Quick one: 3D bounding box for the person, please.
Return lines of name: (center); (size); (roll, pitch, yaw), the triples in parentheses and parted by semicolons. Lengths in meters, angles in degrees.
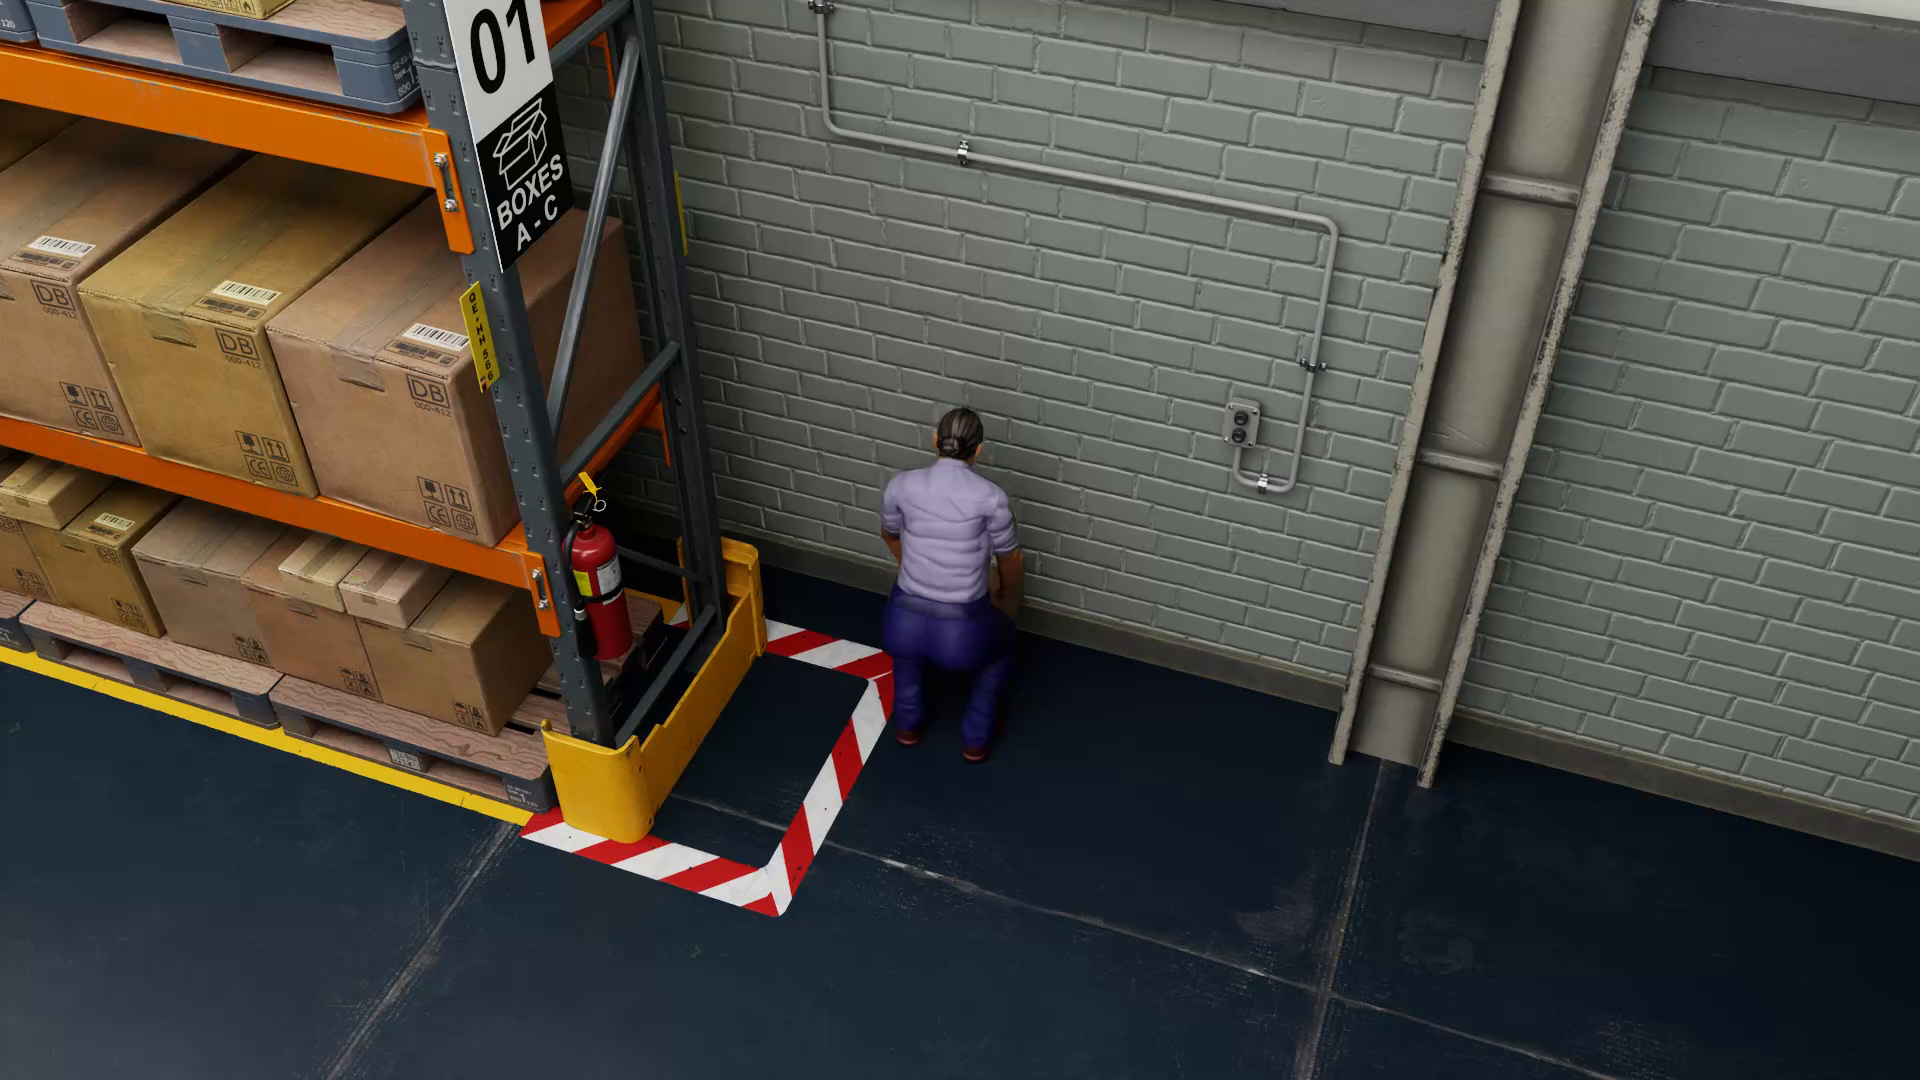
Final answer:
person: (-0.067, 0.212, 6.151); (0.536, 1.368, 0.654); (12, 43, 13)
